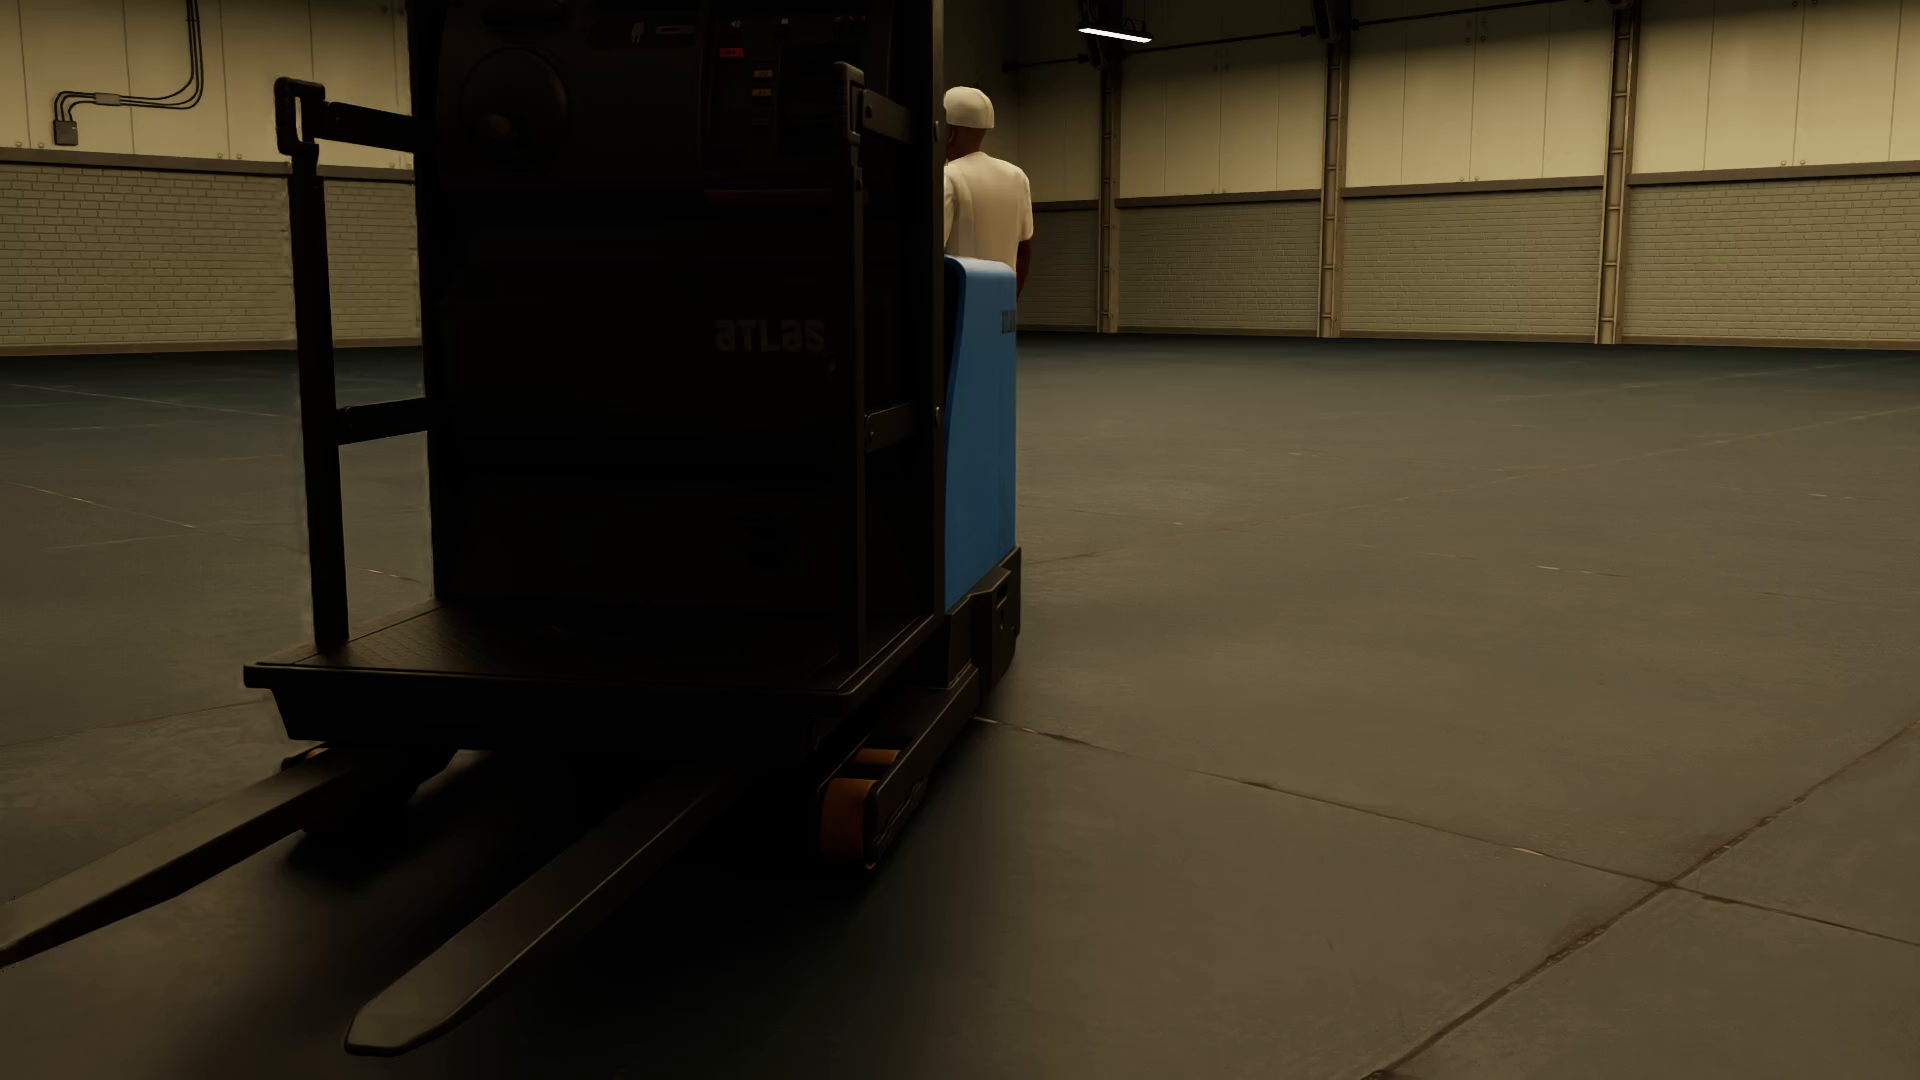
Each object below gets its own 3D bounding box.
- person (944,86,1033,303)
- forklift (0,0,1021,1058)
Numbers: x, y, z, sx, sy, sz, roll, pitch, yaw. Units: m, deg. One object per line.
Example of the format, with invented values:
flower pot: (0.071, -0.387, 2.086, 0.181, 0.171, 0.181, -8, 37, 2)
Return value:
person: (-0.047, -0.888, 6.637, 0.575, 1.768, 0.666, 8, 12, 43)
forklift: (-0.621, -0.932, 3.060, 1.130, 2.935, 3.031, 2, 9, 11)
